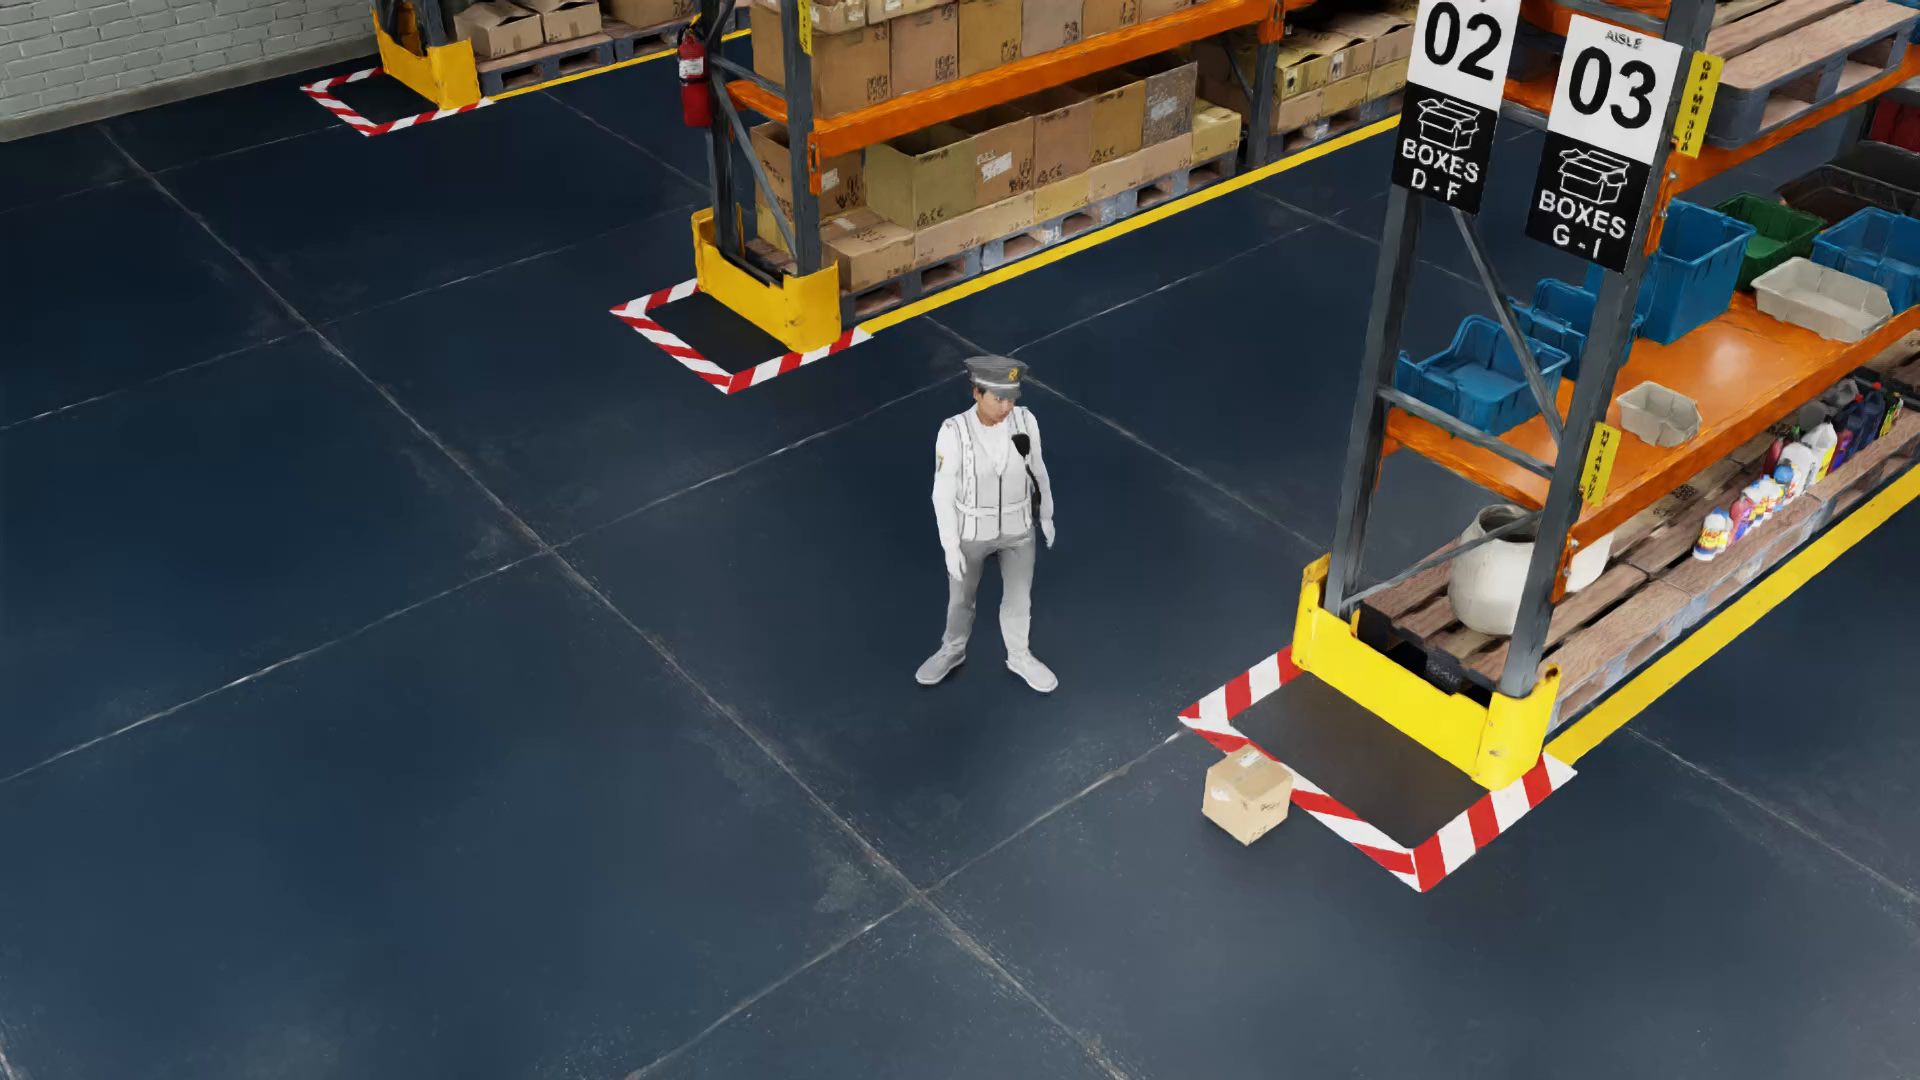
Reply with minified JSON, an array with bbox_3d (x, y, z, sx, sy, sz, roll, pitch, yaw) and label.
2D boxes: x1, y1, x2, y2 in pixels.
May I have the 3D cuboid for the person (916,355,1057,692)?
[{"bbox_3d":[0.112,-0.051,7.101,0.620,1.682,0.377,-7,37,-10],"label":"person"}]
